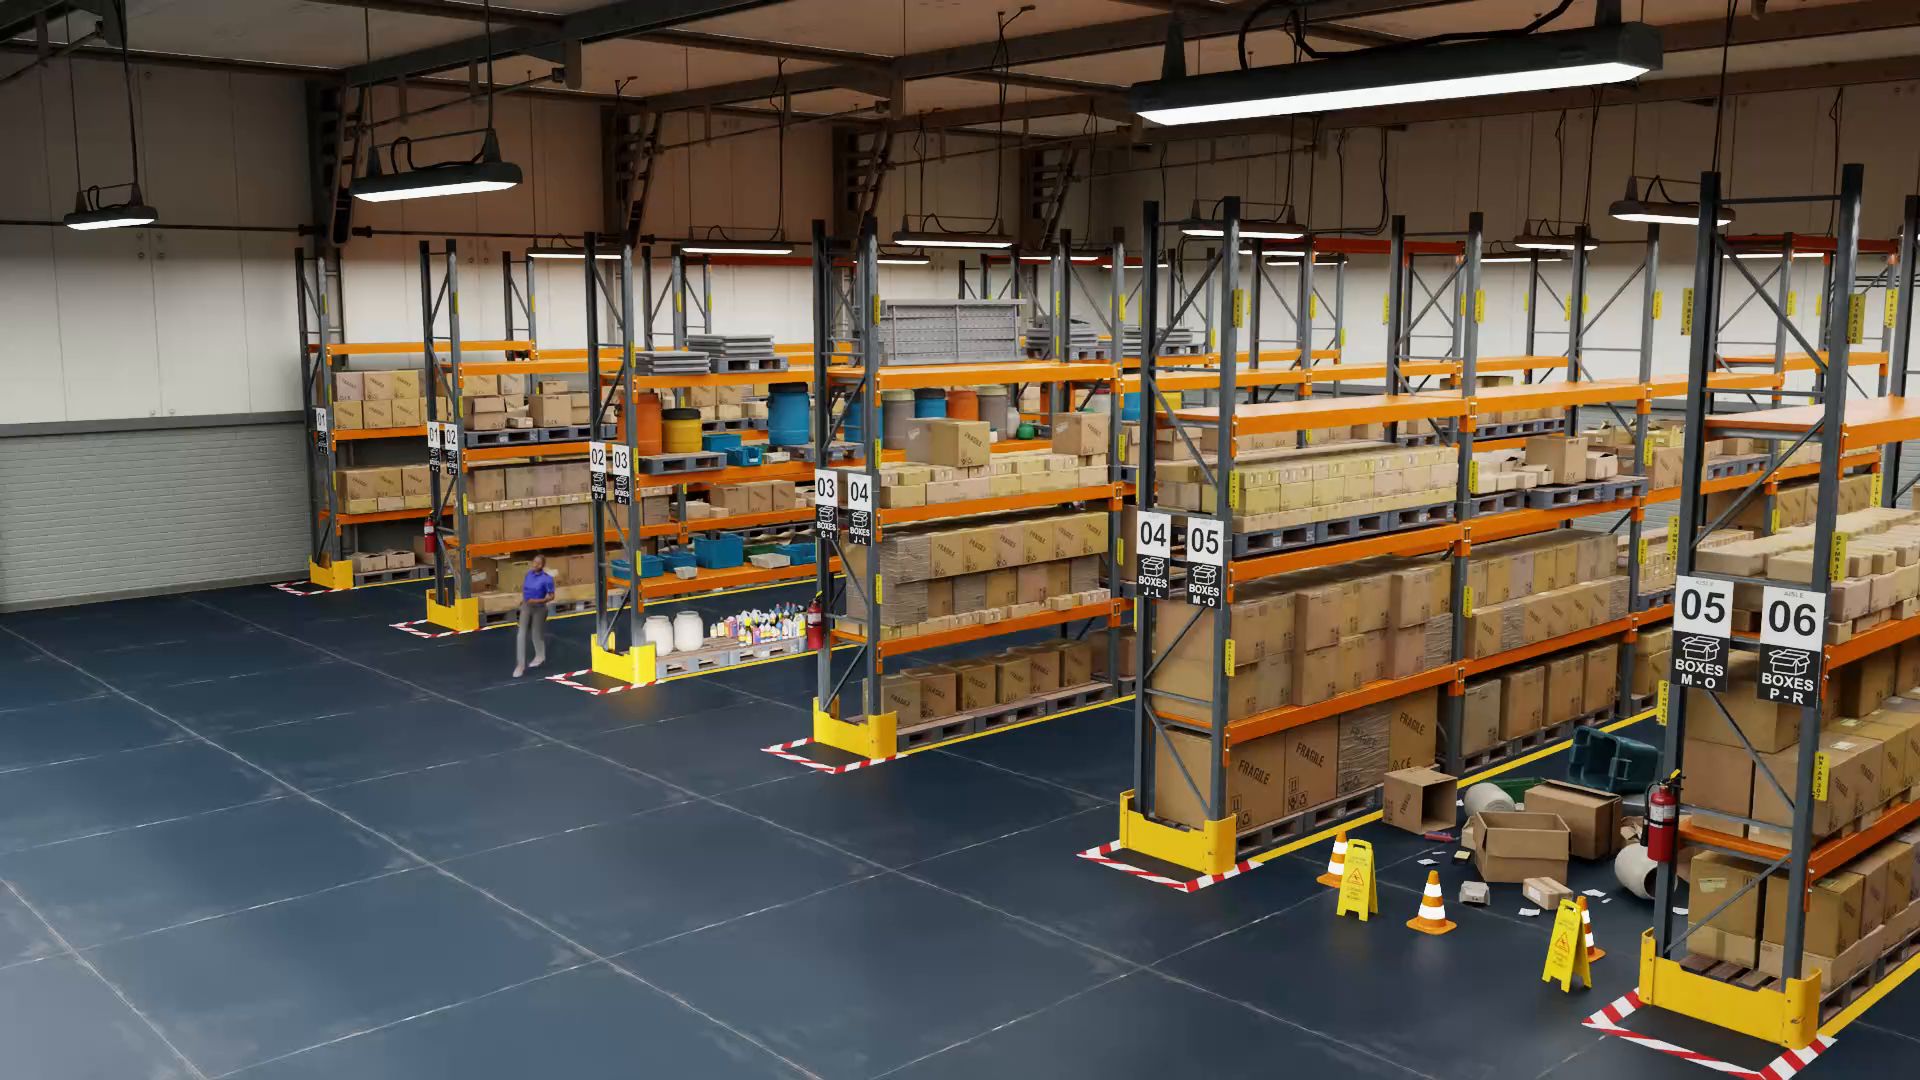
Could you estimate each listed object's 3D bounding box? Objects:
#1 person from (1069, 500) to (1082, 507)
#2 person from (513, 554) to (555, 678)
[{"bbox_3d":[2.277,-0.411,32.301,0.710,1.734,0.722,6,10,37],"label":"person"},{"bbox_3d":[-5.802,1.025,22.864,0.570,1.688,0.758,1,8,9],"label":"person"}]
